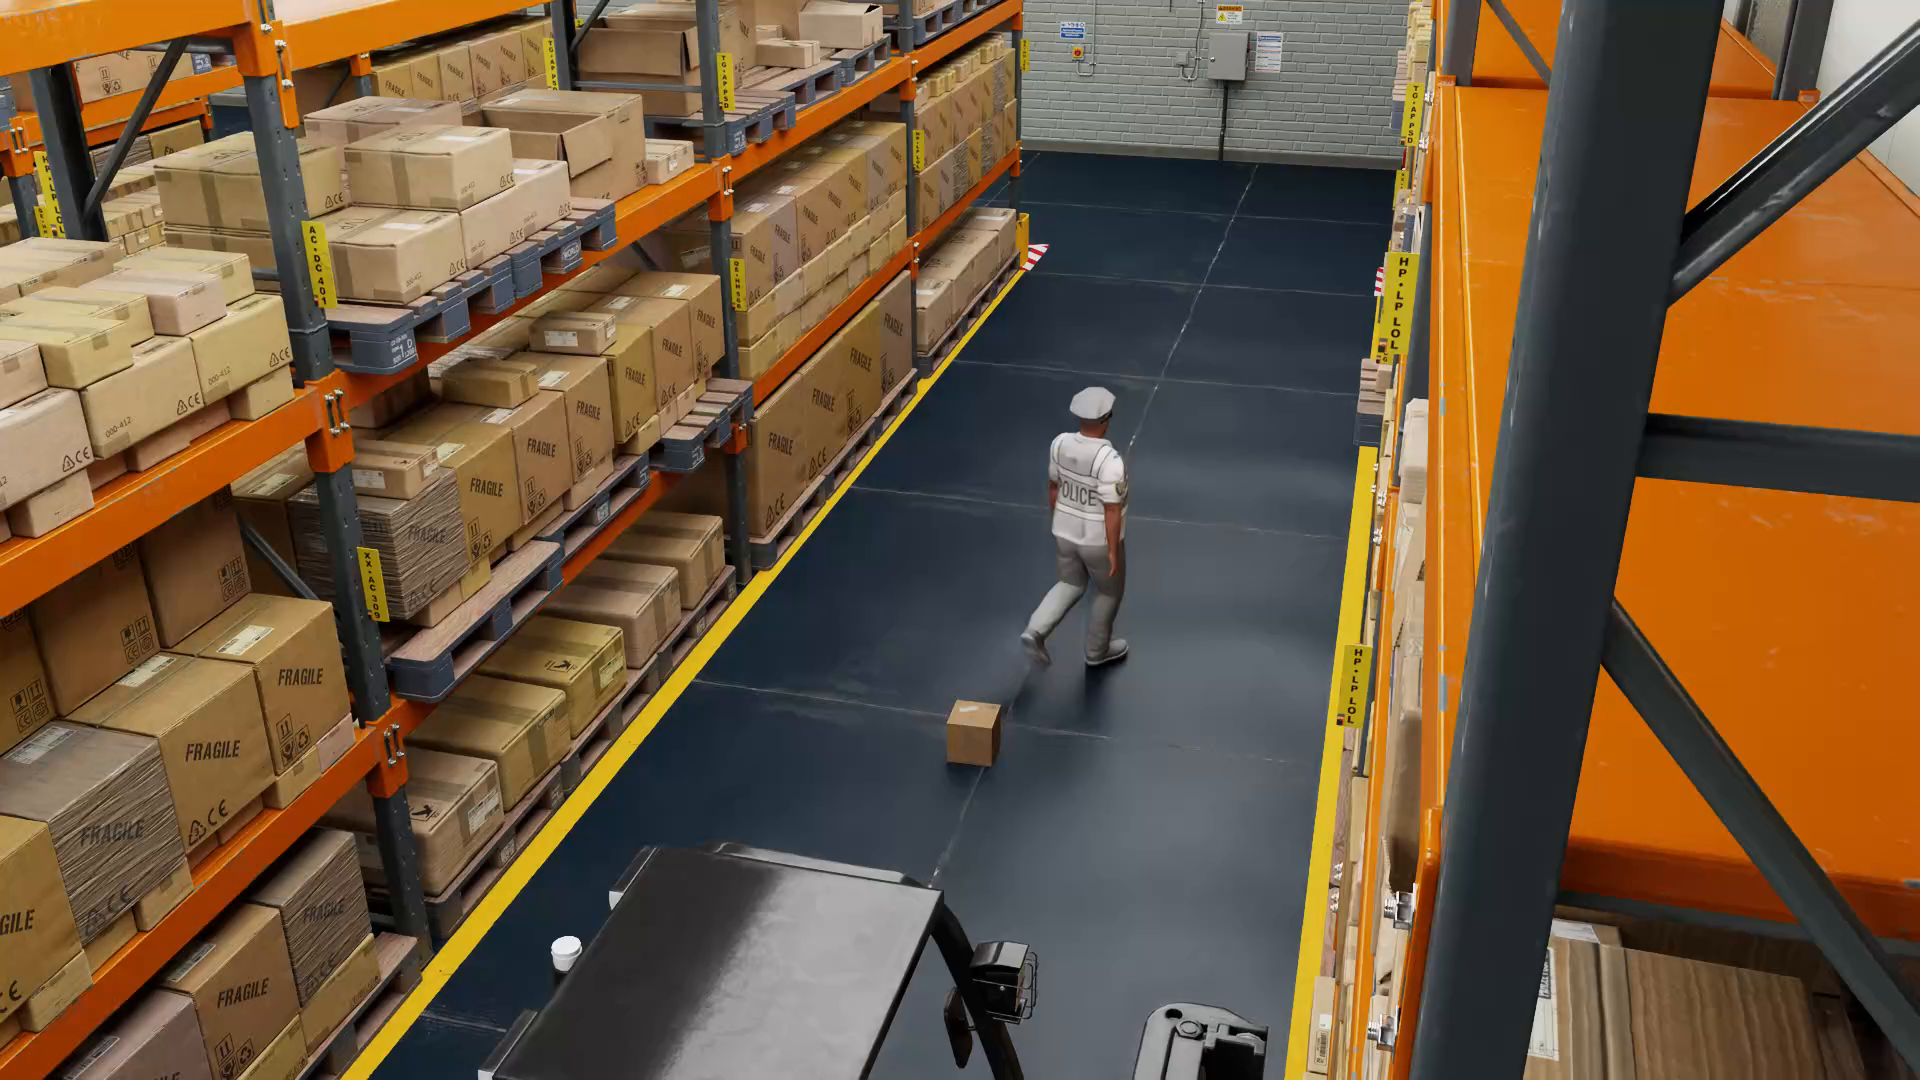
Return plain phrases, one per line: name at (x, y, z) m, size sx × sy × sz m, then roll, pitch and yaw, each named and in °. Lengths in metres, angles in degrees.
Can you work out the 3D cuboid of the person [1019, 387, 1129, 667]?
person at (0.701, -0.035, 9.613) m, size 0.760 × 1.748 × 0.542 m, roll -23°, pitch 34°, yaw -40°
